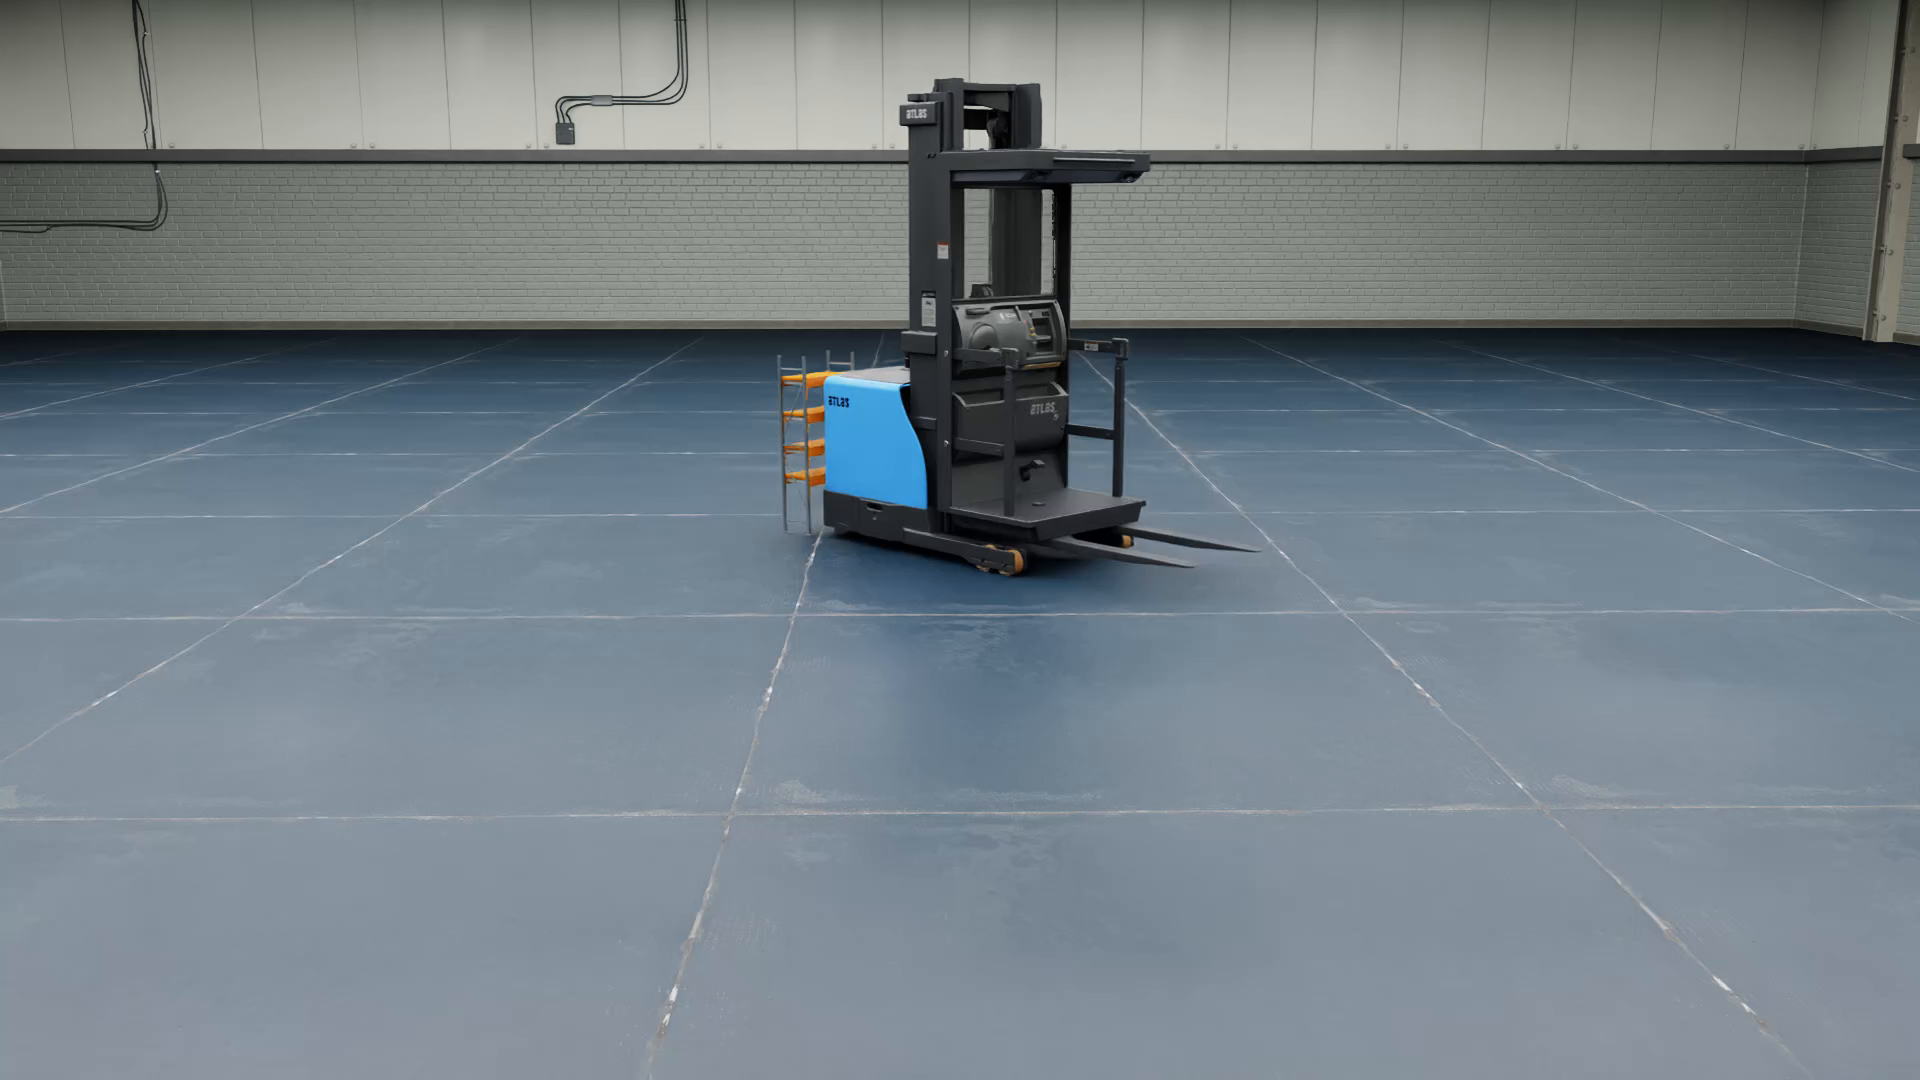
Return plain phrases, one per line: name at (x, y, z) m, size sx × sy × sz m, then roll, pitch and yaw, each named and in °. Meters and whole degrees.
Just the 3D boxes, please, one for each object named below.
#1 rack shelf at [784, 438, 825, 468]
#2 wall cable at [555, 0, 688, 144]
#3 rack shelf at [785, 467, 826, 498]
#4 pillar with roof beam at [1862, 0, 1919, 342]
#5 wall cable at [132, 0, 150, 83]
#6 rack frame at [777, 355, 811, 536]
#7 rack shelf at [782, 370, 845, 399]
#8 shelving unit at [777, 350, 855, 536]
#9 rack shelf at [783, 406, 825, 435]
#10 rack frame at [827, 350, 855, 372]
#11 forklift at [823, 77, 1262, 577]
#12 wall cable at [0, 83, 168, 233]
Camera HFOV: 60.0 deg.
rack shelf at (-0.958, -0.600, 11.325) m, size 0.258 × 0.148 × 0.480 m, roll 7°, pitch 14°, yaw 37°
wall cable at (-5.832, -9.808, 28.220) m, size 2.305 × 6.003 × 0.169 m, roll 0°, pitch 11°, yaw -1°
rack shelf at (-0.955, -0.405, 11.362) m, size 0.258 × 0.148 × 0.480 m, roll 7°, pitch 14°, yaw 37°
pillar with roof beam at (10.605, -7.627, 26.019) m, size 9.100 × 9.000 × 0.400 m, roll 0°, pitch 11°, yaw -1°
wall cable at (-12.619, -9.070, 28.243) m, size 3.097 × 2.526 × 0.112 m, roll 0°, pitch 11°, yaw -1°
rack frame at (-1.108, -0.628, 11.123) m, size 0.240 × 1.200 × 0.015 m, roll 7°, pitch 14°, yaw 37°
rack shelf at (-0.965, -1.052, 11.239) m, size 0.258 × 0.148 × 0.480 m, roll 7°, pitch 14°, yaw 37°
shelving unit at (-0.959, -0.666, 11.313) m, size 0.258 × 1.200 × 0.503 m, roll 7°, pitch 14°, yaw 37°
rack shelf at (-0.962, -0.820, 11.283) m, size 0.258 × 0.148 × 0.480 m, roll 7°, pitch 14°, yaw 37°
rack frame at (-0.811, -0.705, 11.502) m, size 0.240 × 1.200 × 0.015 m, roll 7°, pitch 14°, yaw 37°
forklift at (0.465, -1.331, 10.249) m, size 1.130 × 2.935 × 3.031 m, roll -11°, pitch 16°, yaw -43°
wall cable at (-15.323, -6.584, 28.690) m, size 3.097 × 2.526 × 0.112 m, roll 0°, pitch 11°, yaw -1°
